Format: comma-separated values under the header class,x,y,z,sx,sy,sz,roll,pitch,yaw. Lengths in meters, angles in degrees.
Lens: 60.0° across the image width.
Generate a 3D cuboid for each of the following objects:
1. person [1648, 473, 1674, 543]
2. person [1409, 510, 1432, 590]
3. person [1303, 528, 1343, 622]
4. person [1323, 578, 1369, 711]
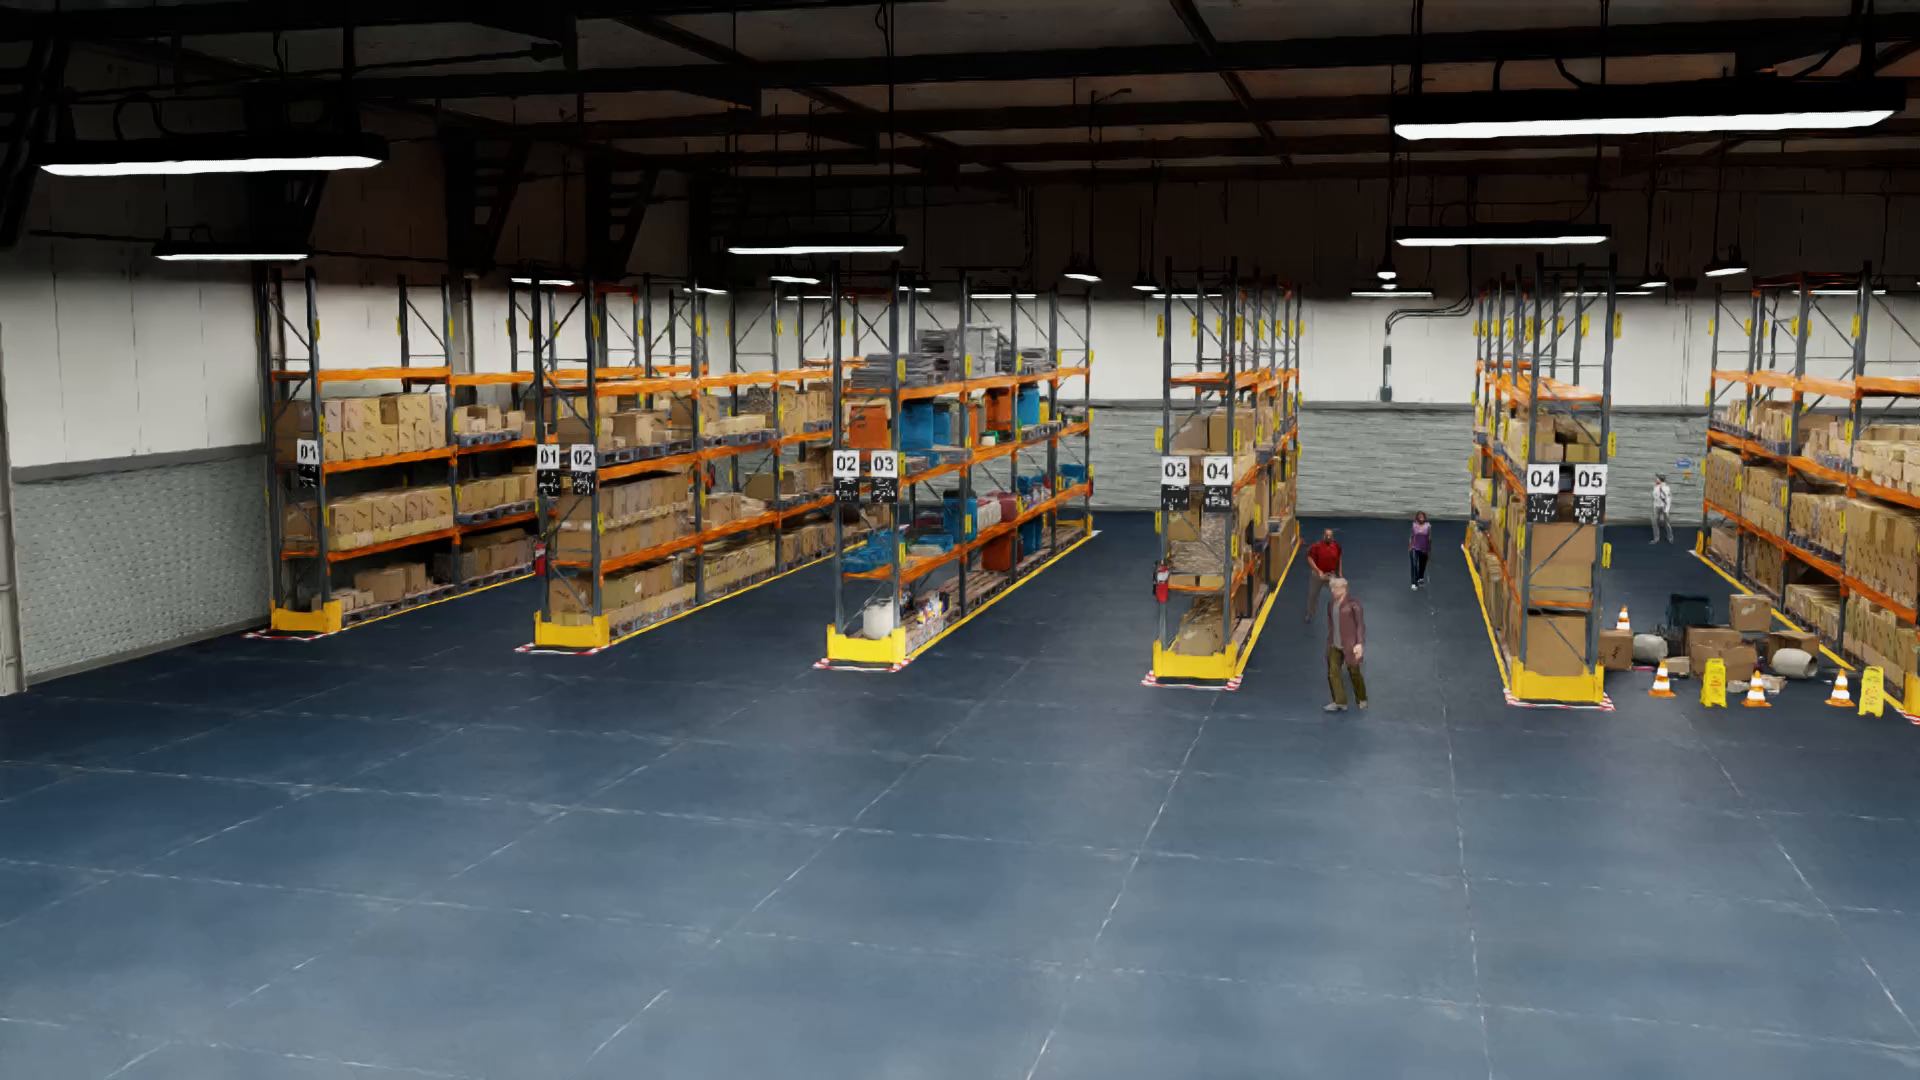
class,x,y,z,sx,sy,sz,roll,pitch,yaw
person,16.453,-0.751,38.935,0.569,1.662,0.506,-4,8,-26
person,8.896,0.169,32.105,0.415,1.517,1.042,2,7,12
person,6.200,0.603,28.183,0.701,1.660,0.857,0,7,-2
person,5.094,1.365,21.872,0.633,1.766,0.610,-6,9,-39
